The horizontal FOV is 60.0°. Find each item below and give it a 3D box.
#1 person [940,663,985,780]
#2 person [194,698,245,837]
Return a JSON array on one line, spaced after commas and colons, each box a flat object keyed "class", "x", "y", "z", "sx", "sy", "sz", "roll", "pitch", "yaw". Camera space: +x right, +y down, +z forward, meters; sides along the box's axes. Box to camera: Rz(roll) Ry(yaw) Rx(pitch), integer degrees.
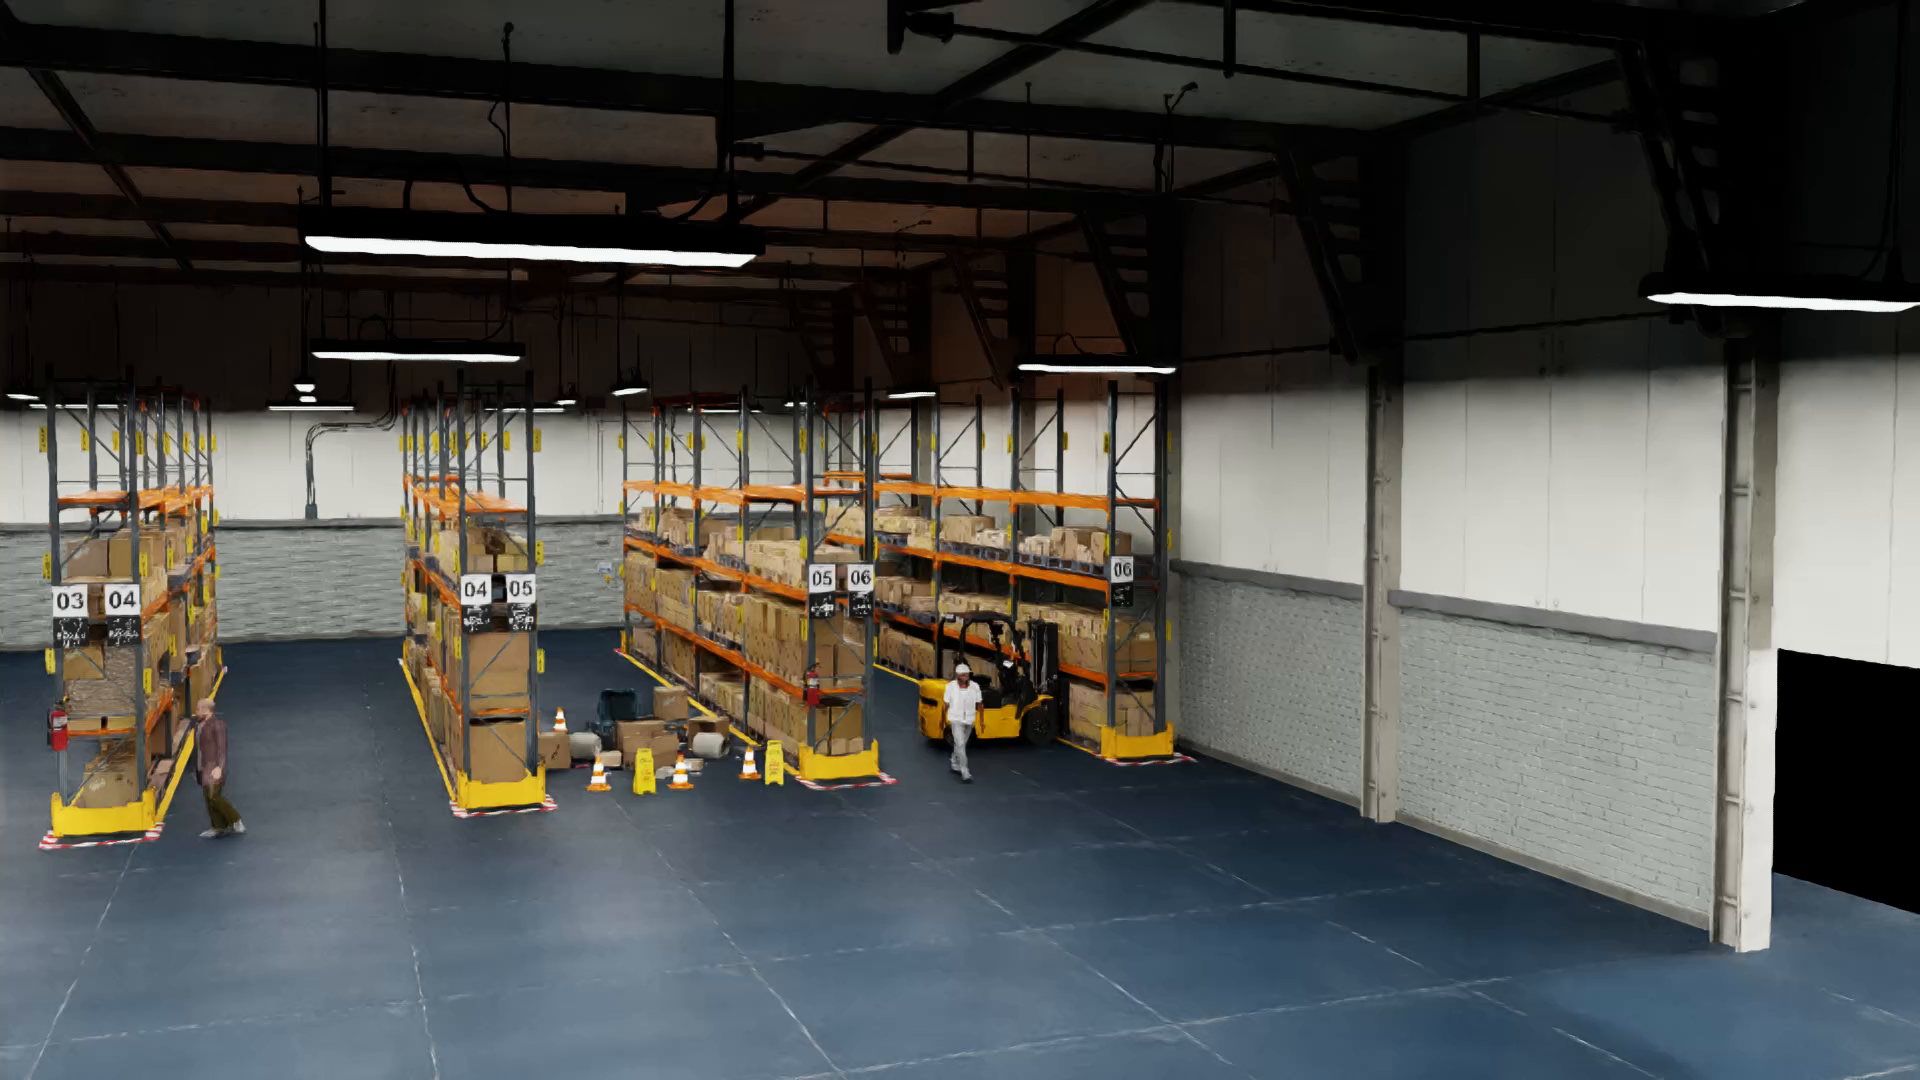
[{"class": "person", "x": 0.059, "y": 2.691, "z": 24.888, "sx": 0.589, "sy": 1.716, "sz": 1.043, "roll": -1, "pitch": 4, "yaw": -22}, {"class": "person", "x": -9.414, "y": 2.876, "z": 21.042, "sx": 0.758, "sy": 1.766, "sz": 0.529, "roll": 2, "pitch": 4, "yaw": 35}]
